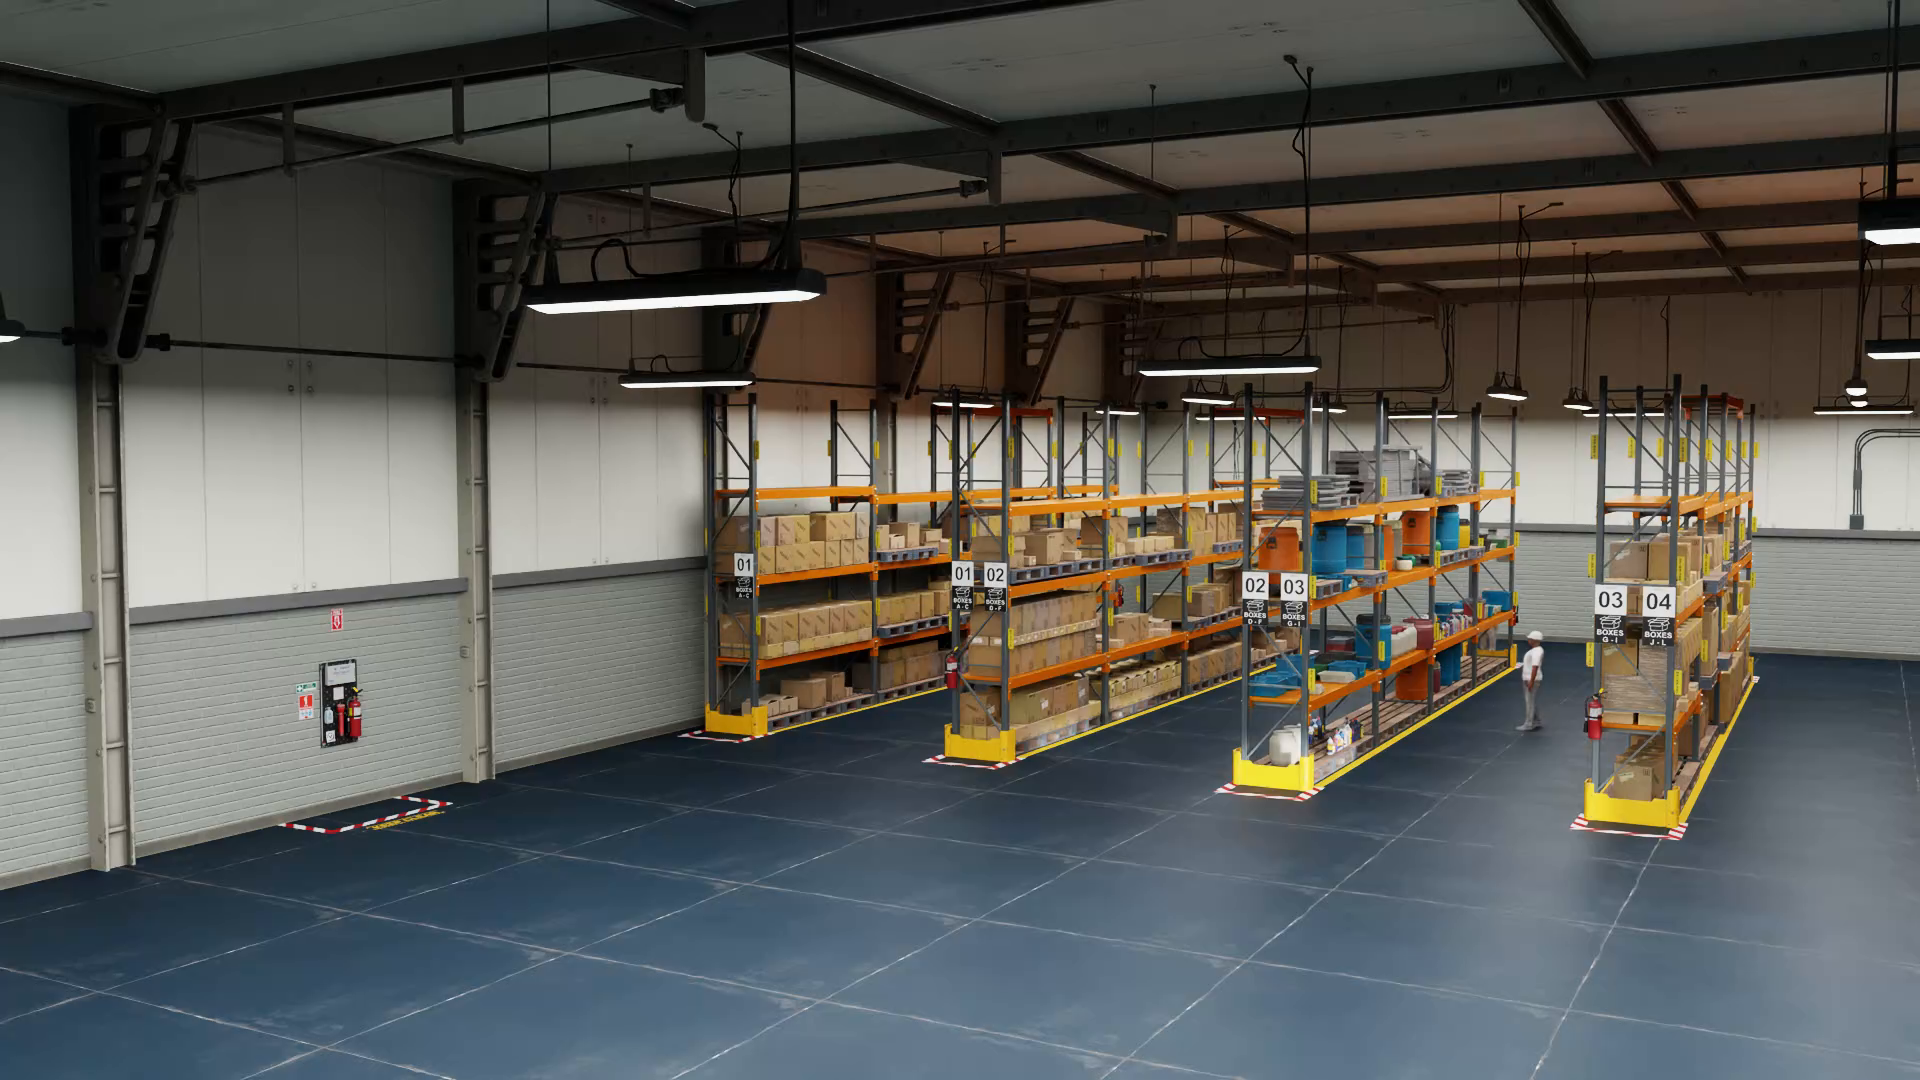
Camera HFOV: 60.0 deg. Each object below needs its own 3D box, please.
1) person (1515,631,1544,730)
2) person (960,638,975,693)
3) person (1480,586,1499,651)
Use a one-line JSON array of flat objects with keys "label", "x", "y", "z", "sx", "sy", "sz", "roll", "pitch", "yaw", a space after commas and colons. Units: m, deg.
[{"label": "person", "x": 10.222, "y": 2.517, "z": 29.840, "sx": 0.567, "sy": 1.767, "sz": 0.576, "roll": 0, "pitch": 3, "yaw": -1}, {"label": "person", "x": 0.152, "y": 2.592, "z": 30.050, "sx": 0.349, "sy": 1.617, "sz": 0.511, "roll": 1, "pitch": 3, "yaw": 22}, {"label": "person", "x": 12.719, "y": 1.995, "z": 40.020, "sx": 0.549, "sy": 1.744, "sz": 0.529, "roll": 1, "pitch": 3, "yaw": 26}]
